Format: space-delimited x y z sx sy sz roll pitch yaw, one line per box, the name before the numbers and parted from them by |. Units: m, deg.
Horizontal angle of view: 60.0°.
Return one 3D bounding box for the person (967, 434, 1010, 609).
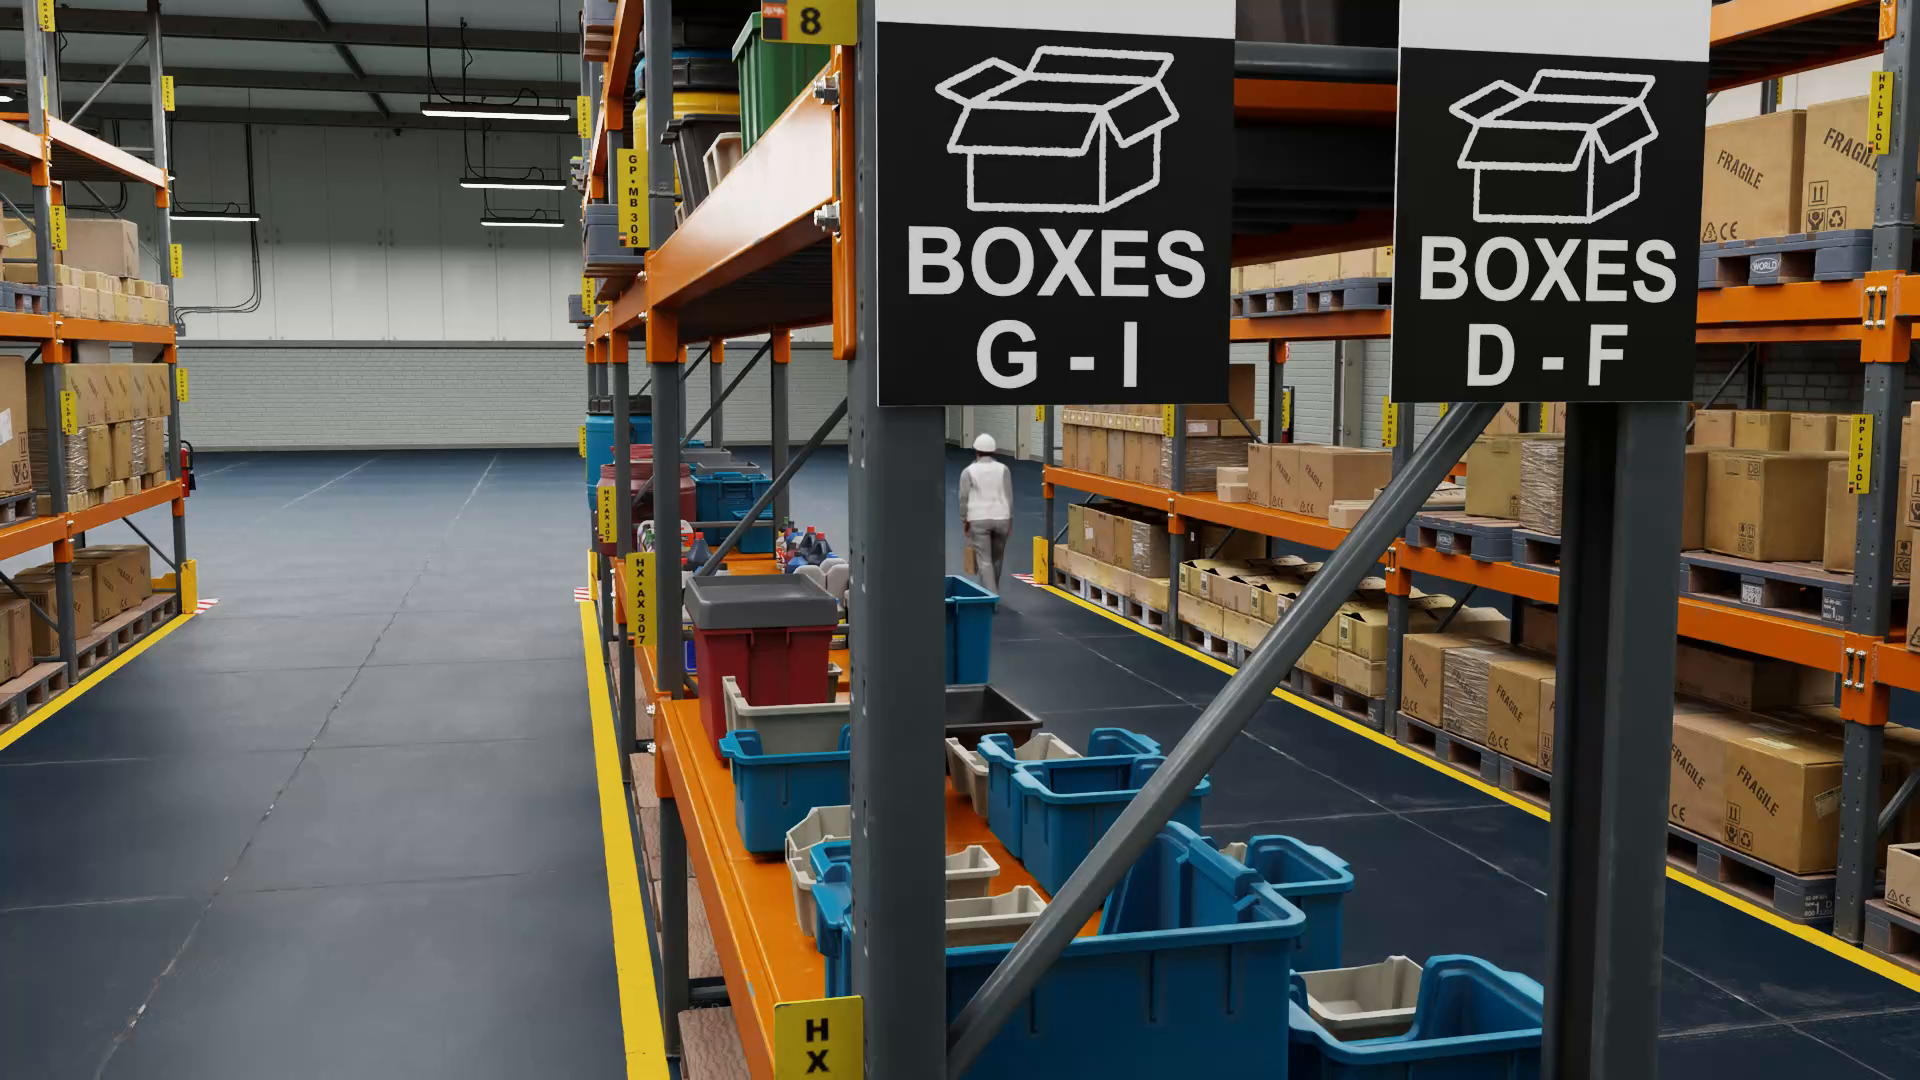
person | 0.261 -0.213 16.834 0.448 1.714 1.015 -2 6 -14
